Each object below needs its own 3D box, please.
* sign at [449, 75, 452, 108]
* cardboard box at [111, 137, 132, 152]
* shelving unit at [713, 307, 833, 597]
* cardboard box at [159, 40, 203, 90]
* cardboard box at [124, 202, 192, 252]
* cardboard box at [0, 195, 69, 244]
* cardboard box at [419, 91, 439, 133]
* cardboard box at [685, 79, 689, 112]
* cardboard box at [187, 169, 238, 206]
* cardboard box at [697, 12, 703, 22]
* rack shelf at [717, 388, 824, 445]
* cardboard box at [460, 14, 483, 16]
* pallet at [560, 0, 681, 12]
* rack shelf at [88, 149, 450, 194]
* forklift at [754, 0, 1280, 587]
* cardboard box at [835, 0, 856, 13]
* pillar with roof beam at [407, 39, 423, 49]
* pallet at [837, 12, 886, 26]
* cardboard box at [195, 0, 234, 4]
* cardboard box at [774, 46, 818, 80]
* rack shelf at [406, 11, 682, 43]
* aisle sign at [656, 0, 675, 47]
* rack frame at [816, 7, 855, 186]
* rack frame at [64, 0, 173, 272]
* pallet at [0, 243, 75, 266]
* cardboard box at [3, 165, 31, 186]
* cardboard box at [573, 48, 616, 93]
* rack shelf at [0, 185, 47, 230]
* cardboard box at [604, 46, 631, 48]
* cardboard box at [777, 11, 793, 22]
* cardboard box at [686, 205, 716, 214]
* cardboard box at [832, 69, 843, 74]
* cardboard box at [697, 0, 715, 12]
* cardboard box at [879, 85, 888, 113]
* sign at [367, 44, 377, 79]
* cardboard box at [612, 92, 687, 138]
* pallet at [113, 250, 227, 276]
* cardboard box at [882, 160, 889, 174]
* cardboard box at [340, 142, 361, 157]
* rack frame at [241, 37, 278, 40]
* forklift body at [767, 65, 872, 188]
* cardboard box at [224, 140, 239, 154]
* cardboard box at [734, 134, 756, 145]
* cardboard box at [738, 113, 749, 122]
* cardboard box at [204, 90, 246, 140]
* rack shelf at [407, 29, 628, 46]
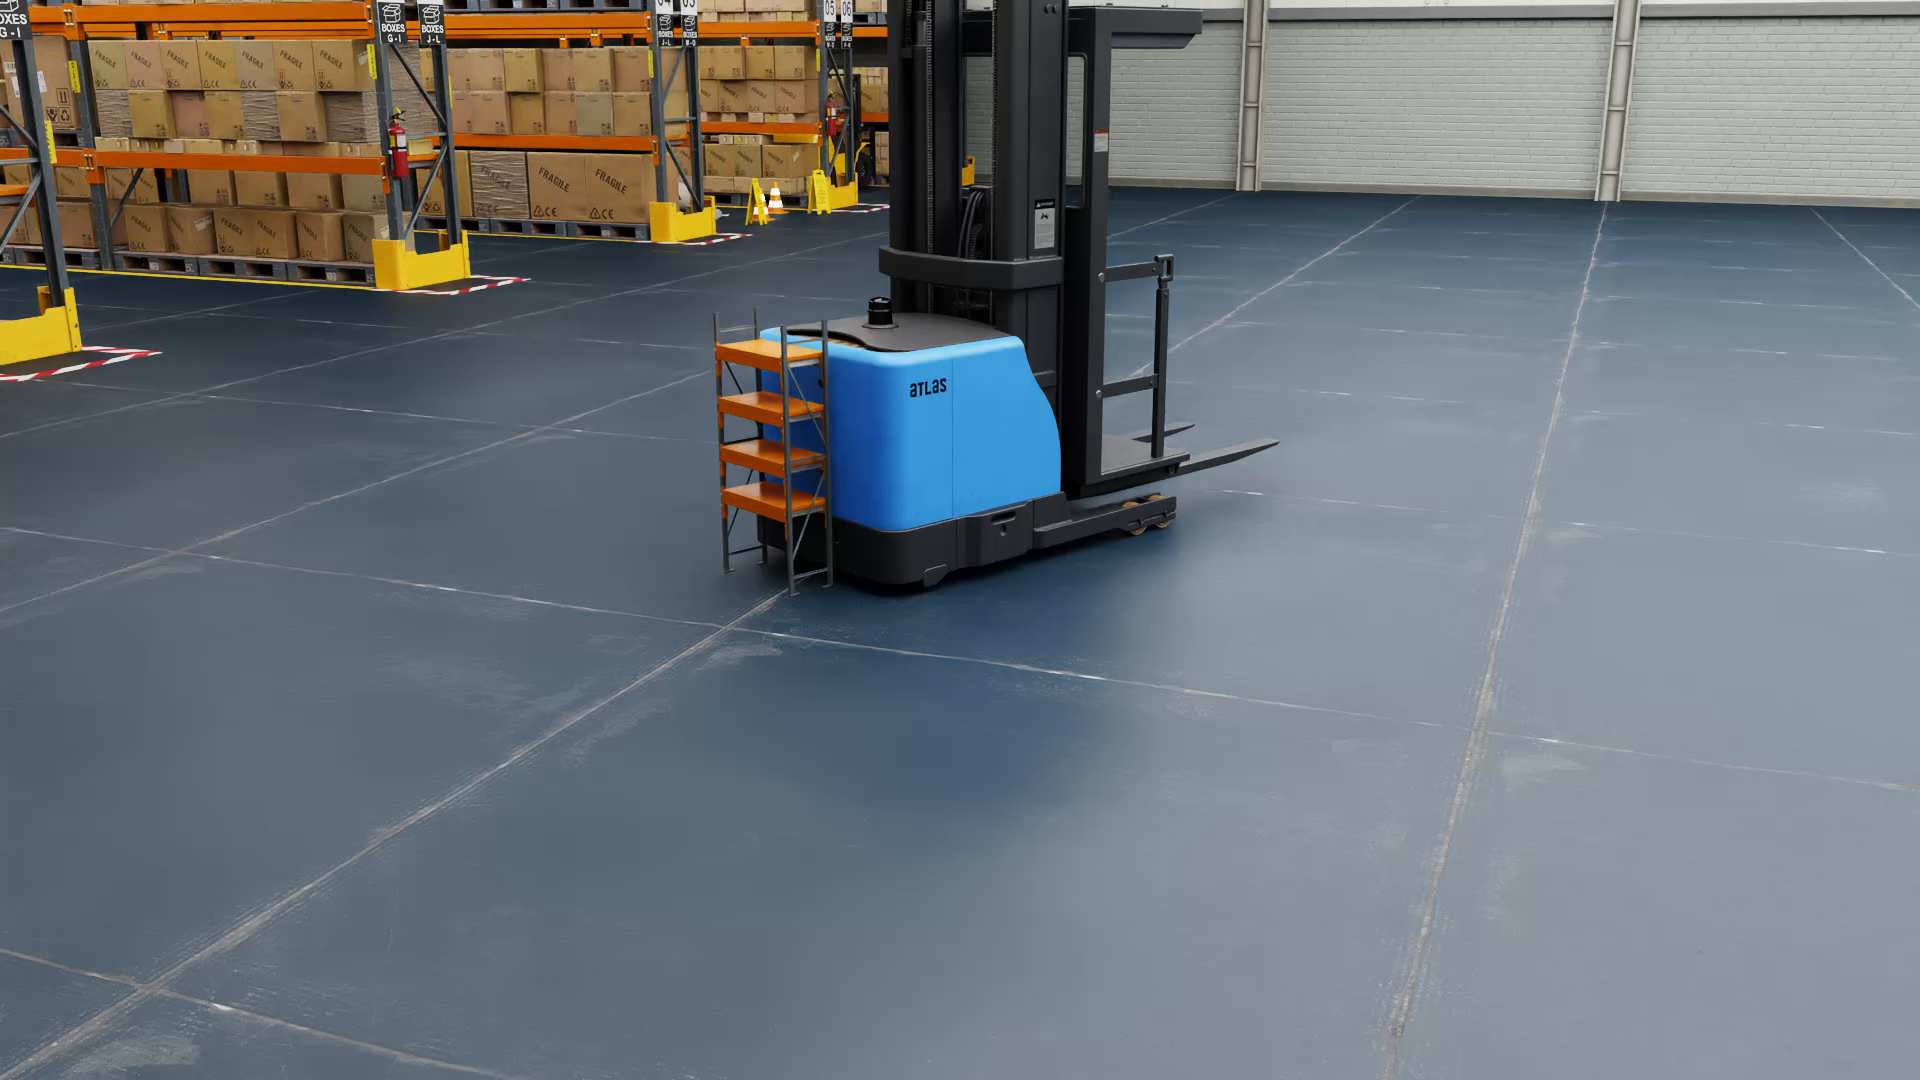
[{"bbox_3d":[-5.365,-4.698,17.422,0.005,0.325,0.100,6,17,21],"label":"sign"},{"bbox_3d":[-8.967,-4.301,18.059,0.250,0.149,0.380,6,17,21],"label":"cardboard box"},{"bbox_3d":[-0.828,-0.398,7.394,0.258,1.200,0.503,-15,22,-41],"label":"shelving unit"},{"bbox_3d":[-8.029,-5.007,17.536,0.500,0.500,0.500,6,17,21],"label":"cardboard box"},{"bbox_3d":[-8.927,-3.500,18.581,0.500,0.500,0.500,6,17,19],"label":"cardboard box"},{"bbox_3d":[-10.805,-3.740,19.372,0.500,0.500,0.700,5,17,16],"label":"cardboard box"},{"bbox_3d":[-7.023,-5.864,22.723,0.550,0.550,0.875,6,17,21],"label":"cardboard box"},{"bbox_3d":[-4.404,-7.094,26.517,0.500,0.500,0.500,6,17,20],"label":"cardboard box"},{"bbox_3d":[-10.558,-5.271,24.233,0.750,0.750,1.050,6,17,20],"label":"cardboard box"},{"bbox_3d":[-4.012,-8.187,26.064,0.250,0.149,0.380,6,17,21],"label":"cardboard box"},{"bbox_3d":[-0.828,-0.549,7.351,0.258,0.148,0.480,-15,22,-41],"label":"rack shelf"},{"bbox_3d":[-7.940,-8.871,27.786,0.637,0.503,0.797,6,17,21],"label":"cardboard box"},{"bbox_3d":[-4.344,-6.888,21.300,1.213,0.211,1.003,6,17,21],"label":"pallet"},{"bbox_3d":[-7.424,-4.000,17.863,4.000,0.370,1.077,6,17,21],"label":"rack shelf"},{"bbox_3d":[0.455,-1.526,8.173,3.031,2.935,1.130,-15,22,-41],"label":"forklift"},{"bbox_3d":[-2.057,-9.921,30.471,0.637,0.503,0.797,7,18,22],"label":"cardboard box"},{"bbox_3d":[-13.169,-11.296,30.944,0.400,9.000,9.100,6,17,21],"label":"pillar with roof beam"},{"bbox_3d":[-1.897,-9.601,30.642,1.213,0.211,1.003,6,17,21],"label":"pallet"},{"bbox_3d":[-7.514,-5.648,17.138,0.500,0.250,0.500,6,17,20],"label":"cardboard box"},{"bbox_3d":[-2.483,-7.378,25.702,0.500,0.500,0.700,6,17,19],"label":"cardboard box"},{"bbox_3d":[-5.510,-6.717,21.841,4.000,0.370,1.077,6,17,21],"label":"rack shelf"},{"bbox_3d":[-3.694,-6.581,20.798,0.004,0.787,0.394,6,17,21],"label":"aisle sign"},{"bbox_3d":[-1.927,-6.711,25.911,0.127,3.000,1.000,6,17,21],"label":"rack frame"},{"bbox_3d":[-9.285,-4.550,18.468,0.127,3.000,1.000,6,17,21],"label":"rack frame"},{"bbox_3d":[-11.148,-3.415,19.558,1.213,0.211,1.003,6,17,21],"label":"pallet"},{"bbox_3d":[-14.223,-5.502,25.475,0.500,0.500,0.500,7,18,23],"label":"cardboard box"},{"bbox_3d":[-4.526,-6.088,21.559,0.550,0.550,0.875,6,17,21],"label":"cardboard box"},{"bbox_3d":[-9.241,-2.716,13.438,4.000,0.370,1.077,6,17,21],"label":"rack shelf"},{"bbox_3d":[-5.319,-7.690,26.777,0.500,0.500,0.700,6,17,20],"label":"cardboard box"},{"bbox_3d":[-2.605,-8.012,25.463,0.250,0.149,0.380,6,17,21],"label":"cardboard box"},{"bbox_3d":[-3.887,-4.952,24.966,0.380,0.149,0.250,-12,20,-37],"label":"cardboard box"},{"bbox_3d":[-2.177,-8.669,30.778,0.250,0.149,0.380,6,17,21],"label":"cardboard box"},{"bbox_3d":[-3.925,-8.360,25.945,0.500,0.250,0.500,6,17,21],"label":"cardboard box"},{"bbox_3d":[-1.143,-8.085,30.463,0.500,0.500,0.500,7,18,22],"label":"cardboard box"},{"bbox_3d":[-5.786,-4.707,16.364,0.005,0.325,0.100,6,17,21],"label":"sign"},{"bbox_3d":[-4.011,-5.515,21.523,0.550,0.550,0.875,6,17,21],"label":"cardboard box"},{"bbox_3d":[-8.647,-3.152,18.651,1.213,0.211,1.003,6,17,21],"label":"pallet"},{"bbox_3d":[-1.122,-6.900,30.739,0.500,0.250,0.500,6,17,21],"label":"cardboard box"},{"bbox_3d":[-6.137,-4.022,17.098,0.250,0.149,0.380,6,17,21],"label":"cardboard box"},{"bbox_3d":[-14.994,-9.636,35.985,0.127,3.000,1.000,6,17,21],"label":"rack frame"},{"bbox_3d":[-2.543,-7.312,29.504,1.214,2.155,2.313,6,17,21],"label":"forklift body"},{"bbox_3d":[-7.545,-4.166,17.594,0.250,0.149,0.380,6,17,21],"label":"cardboard box"},{"bbox_3d":[-3.367,-6.325,26.251,0.250,0.149,0.380,7,17,22],"label":"cardboard box"},{"bbox_3d":[-3.298,-6.684,26.266,0.250,0.149,0.380,7,17,21],"label":"cardboard box"},{"bbox_3d":[-7.484,-4.532,17.692,0.500,0.500,0.875,6,17,21],"label":"cardboard box"},{"bbox_3d":[-7.509,-8.420,27.708,4.000,0.370,1.077,6,17,21],"label":"rack shelf"}]
